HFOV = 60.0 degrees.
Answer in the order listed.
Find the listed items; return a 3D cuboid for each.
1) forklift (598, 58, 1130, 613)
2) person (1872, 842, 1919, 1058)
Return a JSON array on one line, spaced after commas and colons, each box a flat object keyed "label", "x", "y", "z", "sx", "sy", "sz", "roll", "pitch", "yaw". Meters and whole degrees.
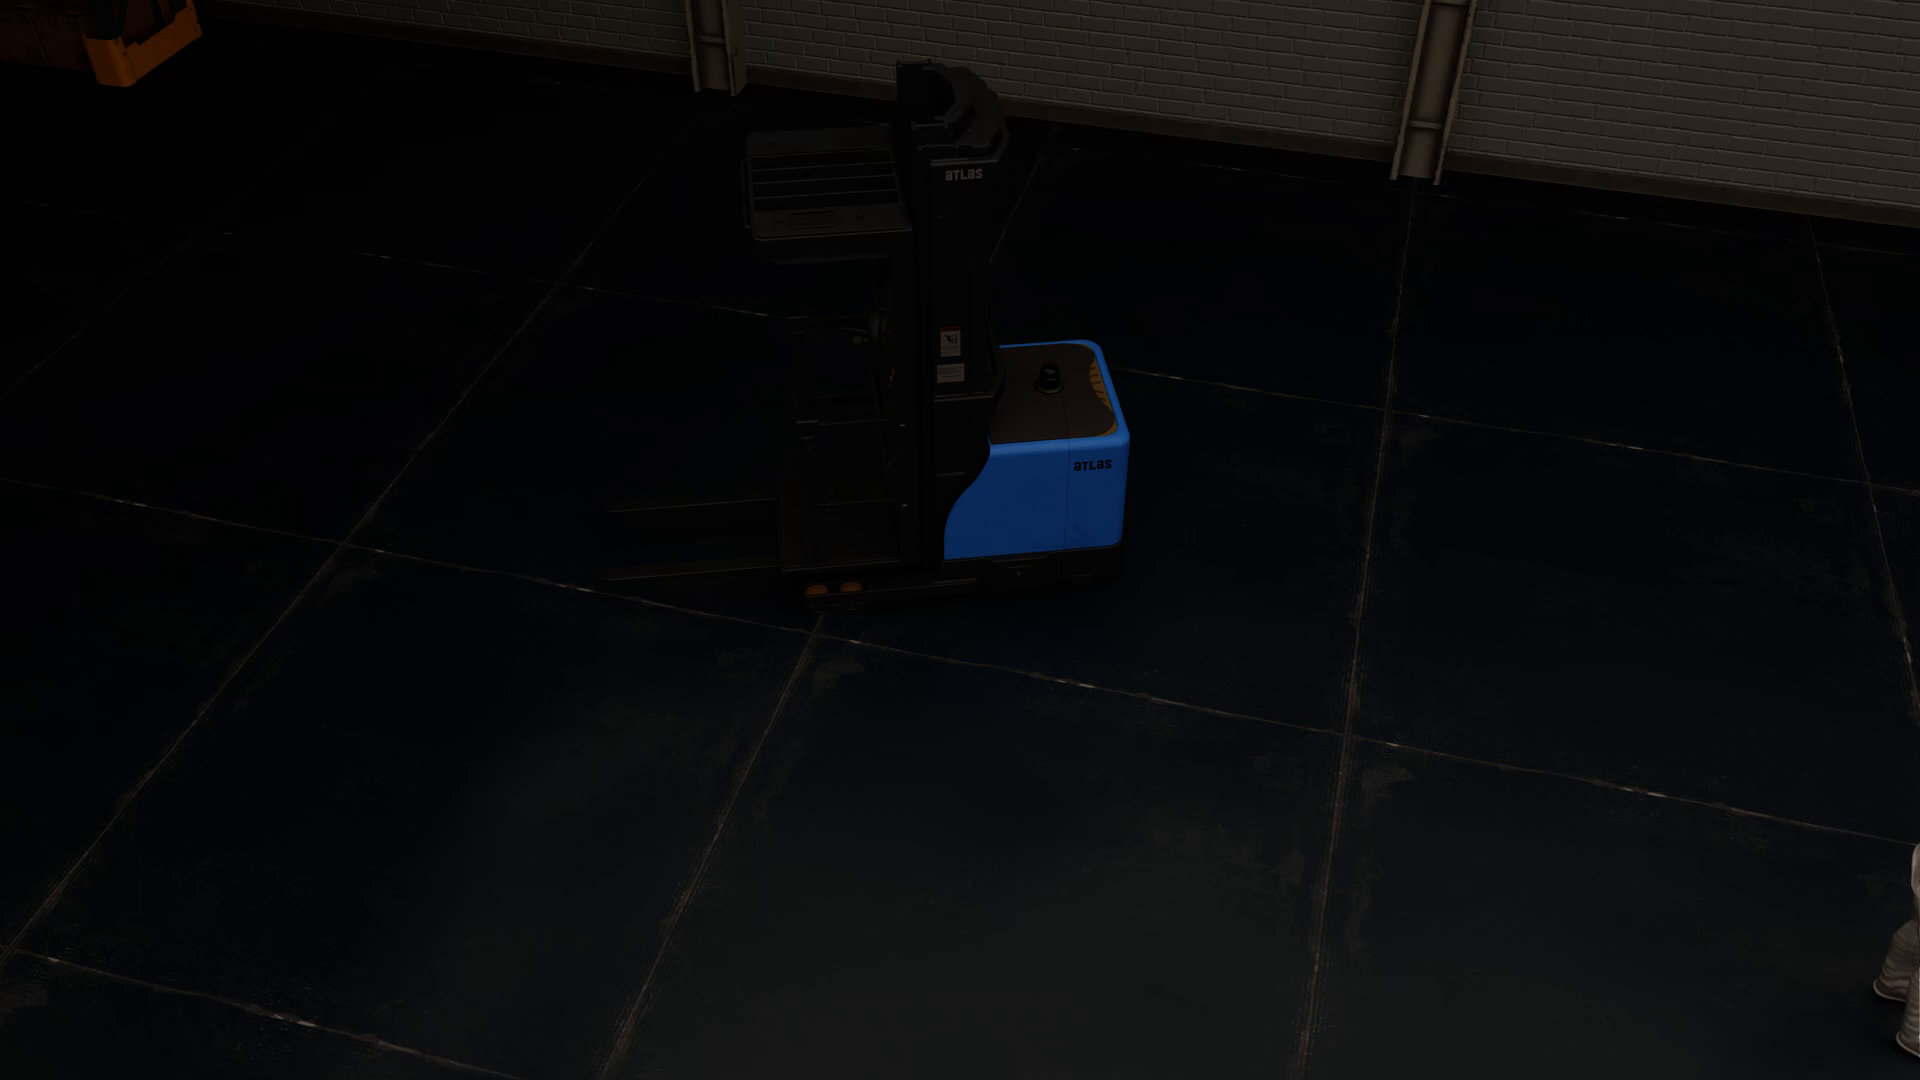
[{"label": "forklift", "x": -0.604, "y": -1.052, "z": 9.062, "sx": 3.031, "sy": 2.935, "sz": 1.130, "roll": -5, "pitch": 41, "yaw": -5}, {"label": "person", "x": 4.330, "y": 1.518, "z": 7.078, "sx": 0.530, "sy": 1.669, "sz": 0.598, "roll": 17, "pitch": 44, "yaw": 19}]
